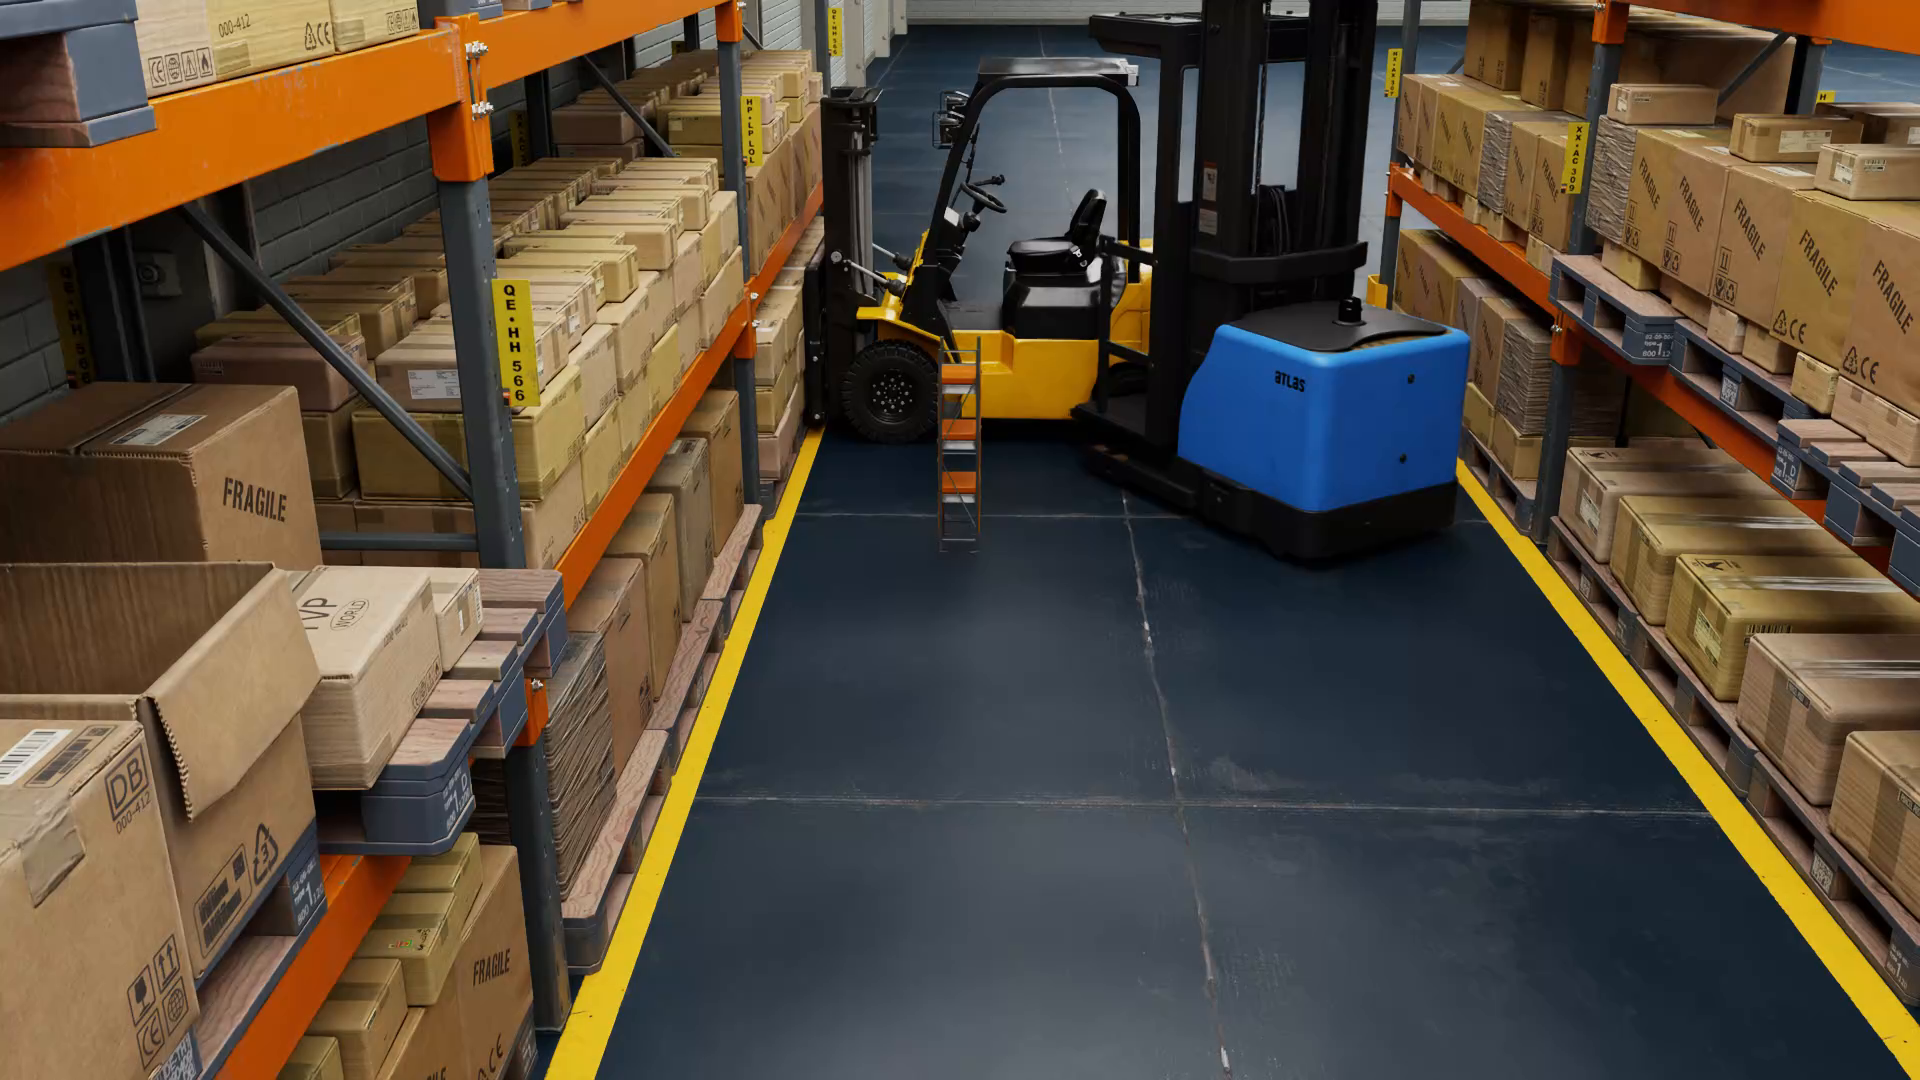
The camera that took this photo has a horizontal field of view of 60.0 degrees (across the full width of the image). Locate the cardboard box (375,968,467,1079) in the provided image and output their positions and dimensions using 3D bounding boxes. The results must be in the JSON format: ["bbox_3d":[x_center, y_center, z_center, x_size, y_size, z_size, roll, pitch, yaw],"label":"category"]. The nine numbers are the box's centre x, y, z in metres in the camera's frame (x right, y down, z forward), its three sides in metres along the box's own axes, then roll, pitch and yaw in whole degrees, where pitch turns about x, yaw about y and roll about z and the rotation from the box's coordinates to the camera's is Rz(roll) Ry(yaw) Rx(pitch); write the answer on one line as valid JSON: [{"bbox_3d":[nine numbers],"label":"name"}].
[{"bbox_3d":[-1.478,1.316,3.866,0.500,0.500,0.500,0,21,1],"label":"cardboard box"}]

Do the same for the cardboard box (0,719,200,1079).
[{"bbox_3d":[-1.498,0.570,2.193,0.700,0.500,0.500,1,21,1],"label":"cardboard box"}]

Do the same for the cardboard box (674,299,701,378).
[{"bbox_3d":[-1.342,-0.820,6.703,0.500,0.250,0.500,1,21,2],"label":"cardboard box"}]

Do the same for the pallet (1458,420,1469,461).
[{"bbox_3d":[3.448,-0.768,10.218,1.003,0.211,1.213,1,21,2],"label":"pallet"}]

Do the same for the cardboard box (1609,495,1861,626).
[{"bbox_3d":[3.397,0.096,7.187,0.950,0.372,0.625,2,21,5],"label":"cardboard box"}]

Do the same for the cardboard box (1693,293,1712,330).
[{"bbox_3d":[3.089,-0.890,6.442,0.380,0.149,0.250,1,21,2],"label":"cardboard box"}]

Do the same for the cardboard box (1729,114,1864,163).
[{"bbox_3d":[3.131,-1.506,6.238,0.380,0.149,0.250,2,21,5],"label":"cardboard box"}]

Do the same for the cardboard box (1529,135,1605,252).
[{"bbox_3d":[3.194,-1.732,8.296,0.500,0.500,0.500,0,21,0],"label":"cardboard box"}]

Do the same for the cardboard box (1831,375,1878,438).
[{"bbox_3d":[2.996,-0.417,5.223,0.380,0.149,0.250,0,21,-1],"label":"cardboard box"}]

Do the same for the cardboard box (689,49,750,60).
[{"bbox_3d":[-1.635,-3.251,11.315,0.380,0.149,0.250,0,21,1],"label":"cardboard box"}]

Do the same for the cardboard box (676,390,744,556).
[{"bbox_3d":[-1.537,-0.336,7.951,0.875,0.625,0.625,2,21,4],"label":"cardboard box"}]

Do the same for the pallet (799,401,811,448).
[{"bbox_3d":[-1.432,-0.866,10.468,1.003,0.211,1.213,1,21,2],"label":"pallet"}]

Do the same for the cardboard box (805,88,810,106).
[{"bbox_3d":[-1.189,-2.917,10.866,0.380,0.149,0.250,1,21,3],"label":"cardboard box"}]

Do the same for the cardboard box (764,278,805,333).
[{"bbox_3d":[-1.175,-1.353,9.706,0.500,0.250,0.500,1,21,3],"label":"cardboard box"}]

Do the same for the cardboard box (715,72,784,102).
[{"bbox_3d":[-1.252,-2.684,9.853,0.380,0.149,0.250,1,21,2],"label":"cardboard box"}]

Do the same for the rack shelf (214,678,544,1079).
[{"bbox_3d":[-1.715,1.069,2.623,1.077,0.370,4.000,1,21,2],"label":"rack shelf"}]

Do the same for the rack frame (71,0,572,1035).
[{"bbox_3d":[-1.654,0.010,4.356,1.000,3.000,0.127,1,21,2],"label":"rack frame"}]

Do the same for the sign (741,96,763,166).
[{"bbox_3d":[-0.990,-1.937,7.882,0.100,0.325,0.005,1,21,2],"label":"sign"}]

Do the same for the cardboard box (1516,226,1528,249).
[{"bbox_3d":[3.242,-1.659,9.005,0.380,0.149,0.250,0,21,1],"label":"cardboard box"}]

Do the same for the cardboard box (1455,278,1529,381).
[{"bbox_3d":[3.207,-1.232,9.741,0.500,0.500,0.500,2,21,4],"label":"cardboard box"}]

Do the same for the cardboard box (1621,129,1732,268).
[{"bbox_3d":[3.113,-1.417,6.903,0.500,0.500,0.500,1,21,2],"label":"cardboard box"}]

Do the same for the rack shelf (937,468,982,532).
[{"bbox_3d":[-0.002,-0.201,8.394,0.215,0.259,0.240,1,21,2],"label":"rack shelf"}]

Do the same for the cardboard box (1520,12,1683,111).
[{"bbox_3d":[3.664,-2.746,9.529,0.700,0.500,0.500,1,21,1],"label":"cardboard box"}]

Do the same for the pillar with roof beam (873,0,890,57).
[{"bbox_3d":[2.700,-14.068,32.345,9.100,9.000,0.400,1,21,2],"label":"pillar with roof beam"}]

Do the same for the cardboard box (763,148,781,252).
[{"bbox_3d":[-1.259,-1.829,8.958,0.500,0.500,0.500,1,21,3],"label":"cardboard box"}]

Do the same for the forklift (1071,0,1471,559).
[{"bbox_3d":[1.362,-1.761,9.016,1.130,2.935,3.031,-12,24,-28],"label":"forklift"}]

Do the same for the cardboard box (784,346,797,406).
[{"bbox_3d":[-1.196,-0.937,9.326,0.500,0.250,0.500,1,21,1],"label":"cardboard box"}]

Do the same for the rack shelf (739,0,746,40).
[{"bbox_3d":[-1.472,-3.222,9.535,1.077,0.370,4.000,1,21,2],"label":"rack shelf"}]

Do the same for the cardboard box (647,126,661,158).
[{"bbox_3d":[-1.790,-2.091,8.736,0.380,0.149,0.250,1,21,3],"label":"cardboard box"}]

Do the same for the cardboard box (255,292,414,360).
[{"bbox_3d":[-1.881,-0.648,5.017,0.380,0.149,0.250,1,21,2],"label":"cardboard box"}]

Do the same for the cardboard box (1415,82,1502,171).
[{"bbox_3d":[3.246,-2.659,10.686,0.500,0.500,0.500,1,21,3],"label":"cardboard box"}]

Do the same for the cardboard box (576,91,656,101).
[{"bbox_3d":[-1.836,-2.320,8.915,0.380,0.149,0.250,0,21,1],"label":"cardboard box"}]

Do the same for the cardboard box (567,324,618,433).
[{"bbox_3d":[-1.380,-0.492,5.166,0.500,0.250,0.500,1,21,3],"label":"cardboard box"}]

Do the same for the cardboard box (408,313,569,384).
[{"bbox_3d":[-1.343,-0.548,4.758,0.380,0.149,0.250,1,21,3],"label":"cardboard box"}]

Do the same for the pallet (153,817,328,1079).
[{"bbox_3d":[-1.709,0.803,2.579,1.003,0.211,1.213,1,21,2],"label":"pallet"}]

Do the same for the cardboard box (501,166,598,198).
[{"bbox_3d":[-1.818,-1.564,7.379,0.380,0.149,0.250,0,21,0],"label":"cardboard box"}]

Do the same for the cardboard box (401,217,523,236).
[{"bbox_3d":[-1.851,-1.110,6.208,0.380,0.149,0.250,1,21,2],"label":"cardboard box"}]

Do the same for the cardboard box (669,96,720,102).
[{"bbox_3d":[-1.310,-2.224,8.667,0.380,0.149,0.250,0,21,1],"label":"cardboard box"}]

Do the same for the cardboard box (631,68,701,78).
[{"bbox_3d":[-1.782,-2.783,10.108,0.380,0.149,0.250,0,21,0],"label":"cardboard box"}]

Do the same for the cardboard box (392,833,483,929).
[{"bbox_3d":[-1.416,0.859,4.148,0.380,0.149,0.250,0,21,-1],"label":"cardboard box"}]

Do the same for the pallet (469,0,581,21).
[{"bbox_3d":[-1.723,-1.547,4.483,1.213,0.211,1.003,2,21,4],"label":"pallet"}]

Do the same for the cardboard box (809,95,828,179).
[{"bbox_3d":[-1.163,-2.748,11.327,0.500,0.500,0.500,0,21,0],"label":"cardboard box"}]

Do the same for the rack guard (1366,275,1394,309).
[{"bbox_3d":[3.548,-1.636,12.055,1.175,0.500,0.348,1,21,2],"label":"rack guard"}]

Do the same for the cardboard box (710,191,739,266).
[{"bbox_3d":[-1.292,-1.419,7.556,0.500,0.250,0.500,0,21,0],"label":"cardboard box"}]

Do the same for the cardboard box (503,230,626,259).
[{"bbox_3d":[-1.410,-1.013,5.958,0.380,0.149,0.250,1,21,2],"label":"cardboard box"}]

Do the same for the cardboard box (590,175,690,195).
[{"bbox_3d":[-1.371,-1.478,7.156,0.380,0.149,0.250,1,21,2],"label":"cardboard box"}]

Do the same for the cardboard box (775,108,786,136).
[{"bbox_3d":[-1.192,-2.360,9.430,0.380,0.149,0.250,0,21,0],"label":"cardboard box"}]

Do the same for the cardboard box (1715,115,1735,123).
[{"bbox_3d":[3.644,-1.595,7.362,0.500,0.500,0.500,0,21,1],"label":"cardboard box"}]

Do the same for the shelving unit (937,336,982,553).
[{"bbox_3d":[-0.002,-0.470,8.289,0.215,1.050,0.252,1,21,2],"label":"shelving unit"}]

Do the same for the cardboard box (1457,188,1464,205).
[{"bbox_3d":[3.275,-2.124,10.203,0.380,0.149,0.250,1,21,3],"label":"cardboard box"}]

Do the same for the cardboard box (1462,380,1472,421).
[{"bbox_3d":[3.205,-0.890,9.897,0.500,0.250,0.500,1,21,2],"label":"cardboard box"}]

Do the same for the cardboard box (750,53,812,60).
[{"bbox_3d":[-1.188,-3.149,11.052,0.380,0.149,0.250,1,21,2],"label":"cardboard box"}]
